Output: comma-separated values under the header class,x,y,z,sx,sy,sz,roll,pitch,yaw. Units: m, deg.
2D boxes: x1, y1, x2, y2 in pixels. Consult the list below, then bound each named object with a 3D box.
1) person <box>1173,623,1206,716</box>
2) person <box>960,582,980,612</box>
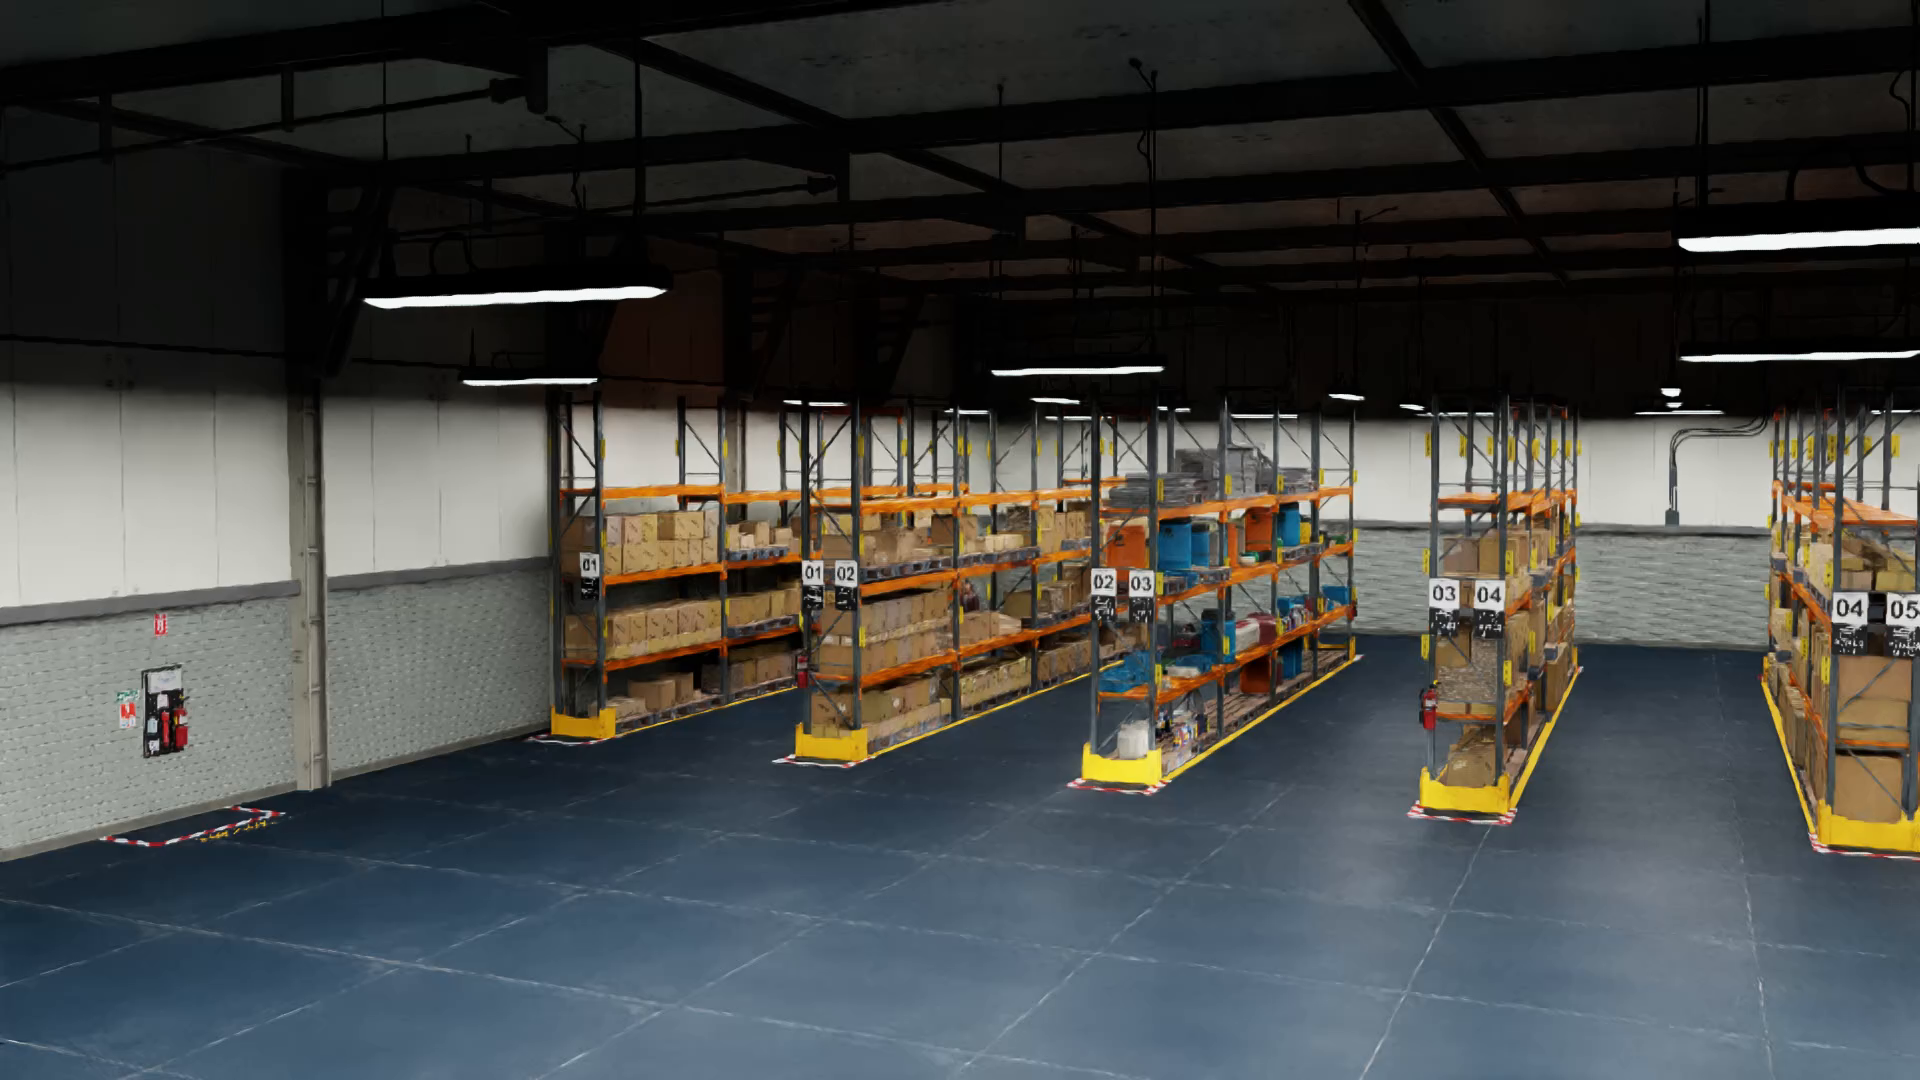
class,x,y,z,sx,sy,sz,roll,pitch,yaw
person,4.082,2.313,29.610,0.613,1.668,0.624,1,3,10
person,0.213,1.891,40.658,0.600,1.725,1.111,1,3,22
